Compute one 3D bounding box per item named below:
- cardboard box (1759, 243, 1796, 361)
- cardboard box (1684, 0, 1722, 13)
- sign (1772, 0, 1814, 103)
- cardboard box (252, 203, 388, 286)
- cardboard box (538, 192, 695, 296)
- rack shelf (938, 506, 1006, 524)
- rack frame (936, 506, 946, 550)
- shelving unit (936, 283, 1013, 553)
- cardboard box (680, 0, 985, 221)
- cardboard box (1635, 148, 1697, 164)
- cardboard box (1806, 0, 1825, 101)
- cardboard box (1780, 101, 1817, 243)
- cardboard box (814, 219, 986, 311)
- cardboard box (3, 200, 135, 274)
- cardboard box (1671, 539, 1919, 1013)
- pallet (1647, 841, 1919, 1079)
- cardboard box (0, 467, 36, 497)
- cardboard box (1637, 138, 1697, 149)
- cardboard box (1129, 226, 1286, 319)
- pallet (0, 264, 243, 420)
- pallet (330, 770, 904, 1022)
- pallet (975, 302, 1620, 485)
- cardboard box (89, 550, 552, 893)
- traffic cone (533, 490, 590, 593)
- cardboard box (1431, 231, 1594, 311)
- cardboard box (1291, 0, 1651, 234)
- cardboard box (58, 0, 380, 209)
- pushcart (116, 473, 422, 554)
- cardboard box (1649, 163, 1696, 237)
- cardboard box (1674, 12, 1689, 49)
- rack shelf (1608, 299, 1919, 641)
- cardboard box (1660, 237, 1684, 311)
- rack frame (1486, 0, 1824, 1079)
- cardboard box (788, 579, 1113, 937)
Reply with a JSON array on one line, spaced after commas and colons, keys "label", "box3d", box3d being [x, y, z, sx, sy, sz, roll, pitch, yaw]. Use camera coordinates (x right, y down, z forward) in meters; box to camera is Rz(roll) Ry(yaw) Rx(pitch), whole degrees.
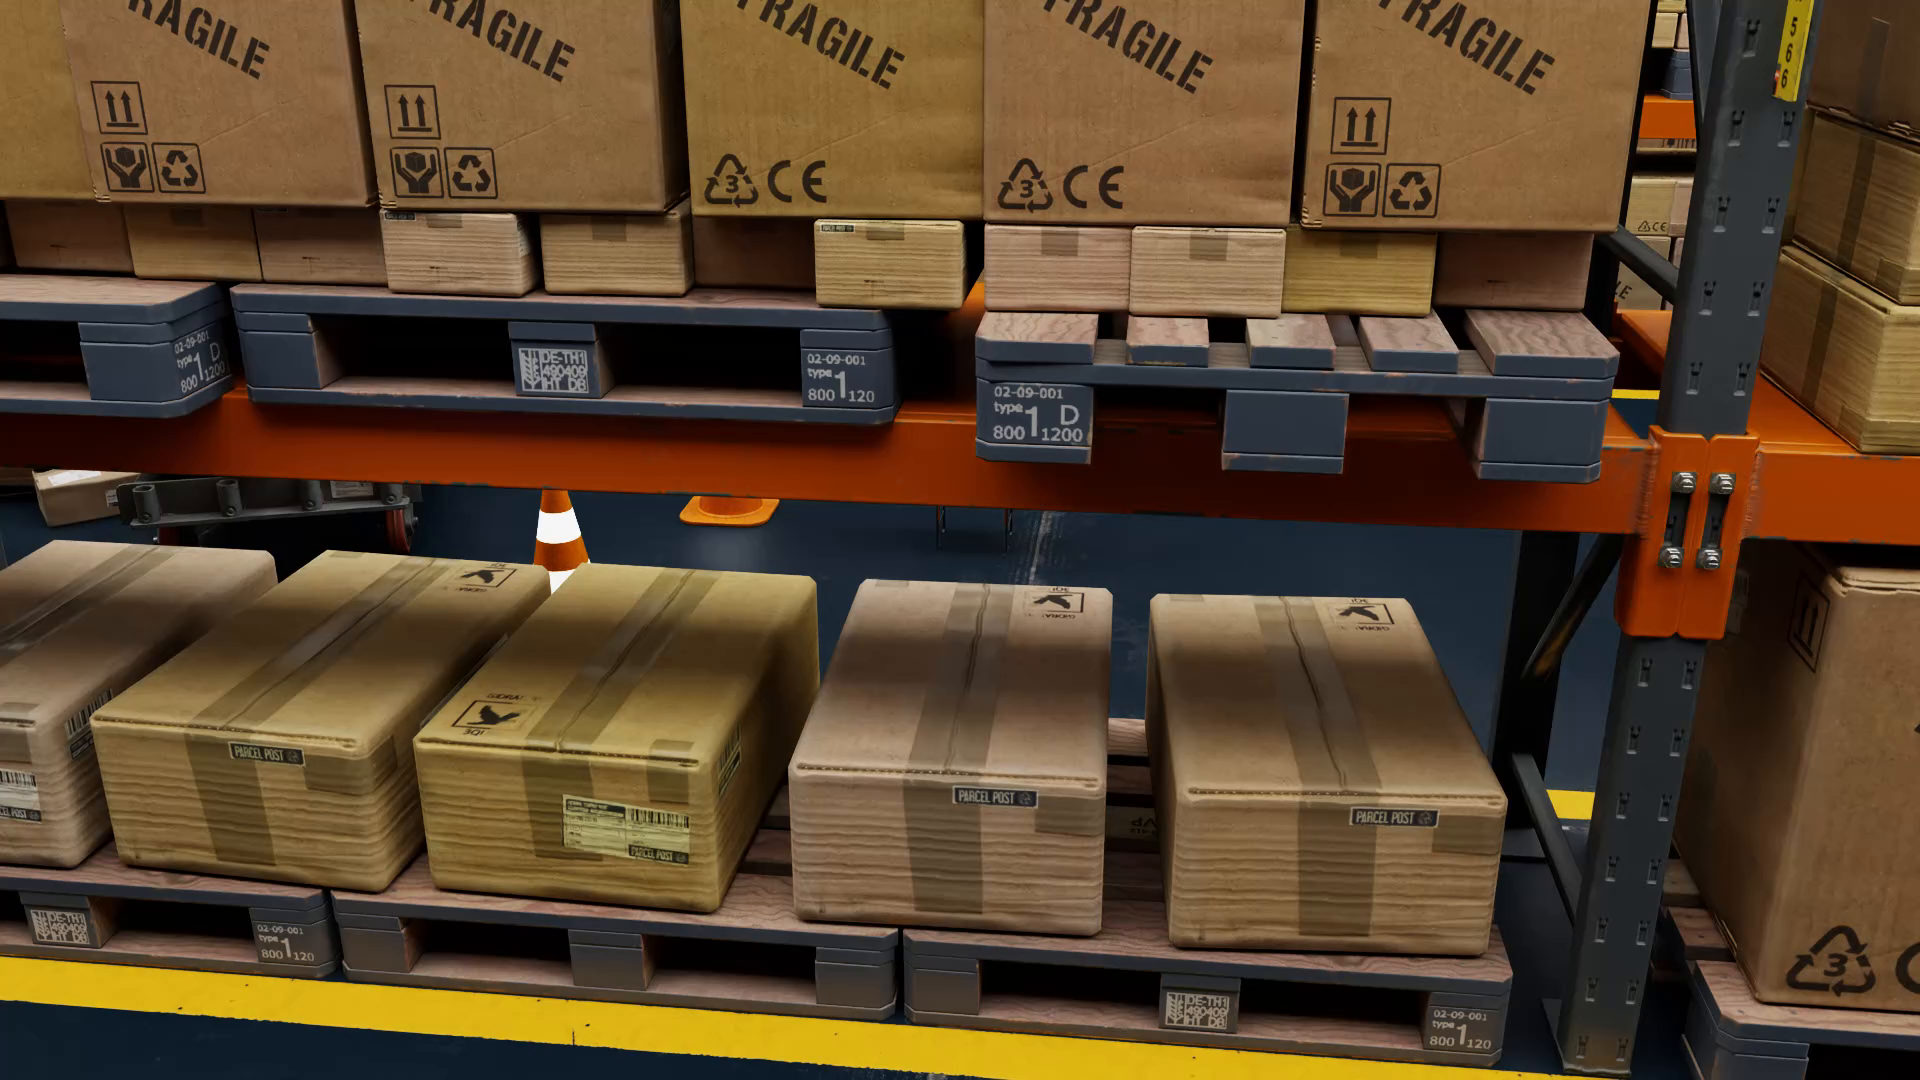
[{"label": "cardboard box", "box3d": [1.844, -0.525, 3.392, 0.500, 0.250, 0.500, 2, 22, 4]}, {"label": "cardboard box", "box3d": [3.282, -2.413, 7.329, 0.250, 0.149, 0.380, 3, 22, 6]}, {"label": "sign", "box3d": [1.257, -0.825, 2.480, 0.005, 0.325, 0.100, 2, 22, 6]}, {"label": "cardboard box", "box3d": [-1.116, -0.598, 3.143, 0.250, 0.149, 0.380, 3, 22, 7]}, {"label": "cardboard box", "box3d": [-0.590, -0.567, 3.064, 0.250, 0.149, 0.380, 2, 22, 5]}, {"label": "rack shelf", "box3d": [0.053, -0.218, 5.847, 0.240, 0.259, 0.215, 2, 22, 6]}, {"label": "rack frame", "box3d": [-0.068, -0.491, 5.754, 0.008, 1.050, 0.200, 2, 22, 6]}, {"label": "shelving unit", "box3d": [0.053, -0.486, 5.741, 0.252, 1.050, 0.215, 2, 22, 6]}, {"label": "cardboard box", "box3d": [-0.189, -0.860, 2.923, 0.500, 0.500, 0.500, 1, 22, 3]}, {"label": "cardboard box", "box3d": [3.509, -1.736, 8.059, 0.500, 0.250, 0.500, 3, 22, 8]}, {"label": "cardboard box", "box3d": [1.855, -1.107, 3.163, 0.500, 0.500, 0.500, 2, 22, 5]}, {"label": "cardboard box", "box3d": [1.822, -0.756, 3.297, 0.500, 0.250, 0.500, 2, 22, 6]}, {"label": "cardboard box", "box3d": [-0.096, -0.529, 2.969, 0.250, 0.149, 0.380, 3, 22, 7]}, {"label": "cardboard box", "box3d": [-1.612, -0.636, 3.239, 0.250, 0.149, 0.380, 4, 22, 10]}, {"label": "cardboard box", "box3d": [1.987, 0.331, 3.341, 0.875, 0.875, 0.875, 2, 22, 6]}, {"label": "pallet", "box3d": [2.085, 0.836, 3.537, 1.213, 0.211, 1.003, 2, 22, 6]}, {"label": "cardboard box", "box3d": [-3.661, -0.581, 6.541, 0.503, 0.637, 0.797, 2, 22, 6]}, {"label": "cardboard box", "box3d": [4.924, -3.233, 12.356, 0.875, 0.875, 1.225, 2, 22, 4]}, {"label": "cardboard box", "box3d": [0.428, -0.508, 2.916, 0.250, 0.149, 0.380, 2, 22, 6]}, {"label": "pallet", "box3d": [-1.919, -0.520, 3.435, 1.213, 0.211, 1.003, 2, 22, 6]}, {"label": "pallet", "box3d": [-0.673, 0.687, 3.916, 1.213, 0.211, 1.003, 2, 22, 6]}, {"label": "pallet", "box3d": [0.591, -0.425, 3.195, 1.003, 0.211, 1.213, 2, 22, 6]}, {"label": "cardboard box", "box3d": [-1.426, 0.383, 3.893, 0.625, 0.372, 0.950, 4, 22, 10]}, {"label": "traffic cone", "box3d": [-1.265, 0.027, 5.241, 0.334, 0.463, 0.336, 2, 22, 6]}, {"label": "cardboard box", "box3d": [0.958, -0.529, 2.968, 0.250, 0.149, 0.380, 3, 22, 8]}, {"label": "cardboard box", "box3d": [0.827, -0.820, 2.823, 0.500, 0.500, 0.500, 2, 22, 5]}, {"label": "cardboard box", "box3d": [-1.242, -0.902, 3.030, 0.500, 0.500, 0.500, 2, 22, 6]}, {"label": "pushcart", "box3d": [-2.442, -0.310, 6.211, 0.936, 0.377, 1.648, -5, 22, -12]}, {"label": "cardboard box", "box3d": [3.443, -1.549, 7.587, 0.500, 0.250, 0.500, 3, 22, 7]}, {"label": "cardboard box", "box3d": [3.281, -2.274, 7.383, 0.250, 0.149, 0.380, 3, 22, 8]}, {"label": "rack shelf", "box3d": [3.297, -0.101, 3.094, 4.000, 0.370, 1.077, 2, 22, 6]}, {"label": "cardboard box", "box3d": [3.476, -1.202, 7.728, 0.500, 0.500, 0.500, 2, 22, 5]}, {"label": "rack frame", "box3d": [1.311, -0.522, 3.180, 0.127, 3.000, 1.000, 2, 22, 6]}, {"label": "cardboard box", "box3d": [0.017, 0.448, 3.730, 0.625, 0.372, 0.950, 2, 22, 5]}]
